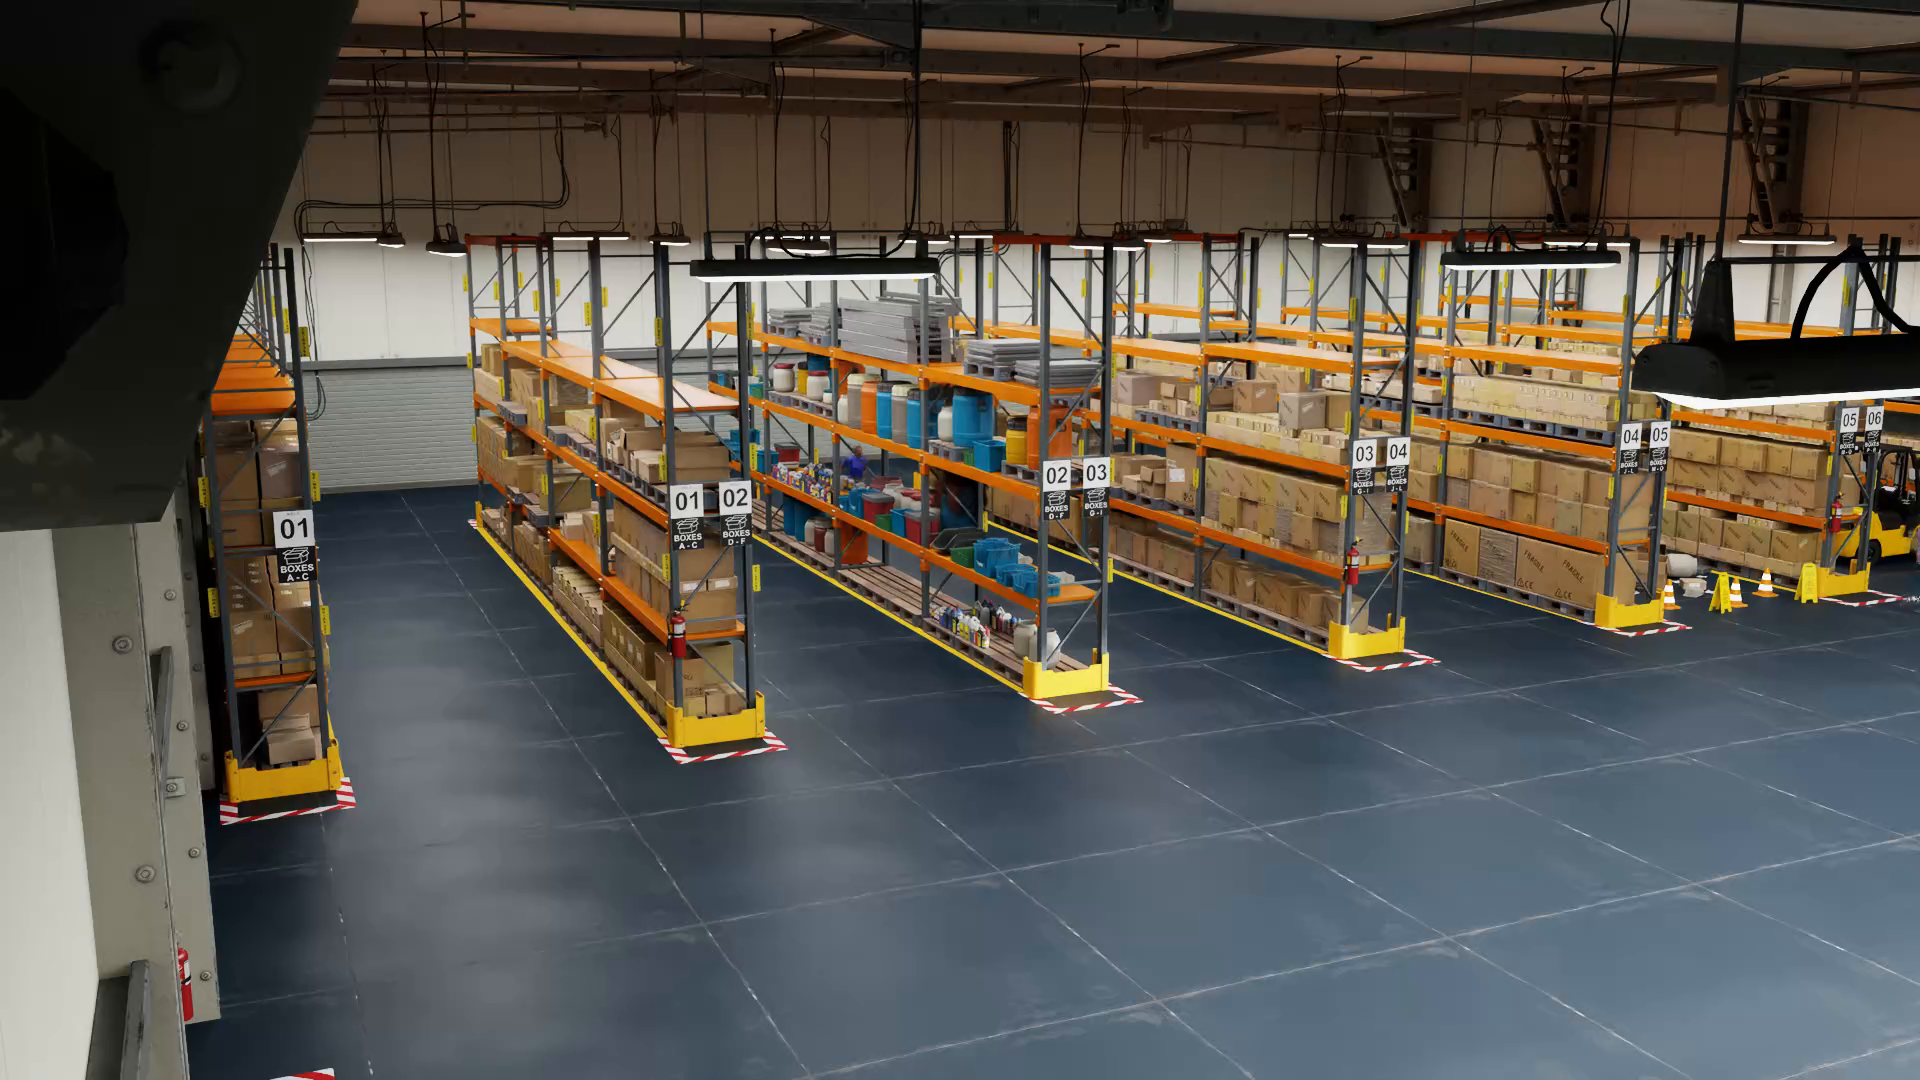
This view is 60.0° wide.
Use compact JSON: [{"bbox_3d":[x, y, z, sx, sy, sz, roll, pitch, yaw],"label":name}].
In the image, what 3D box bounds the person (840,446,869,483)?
[{"bbox_3d":[-2.216,-1.201,35.216,0.614,1.608,0.651,-6,12,-27],"label":"person"}]
